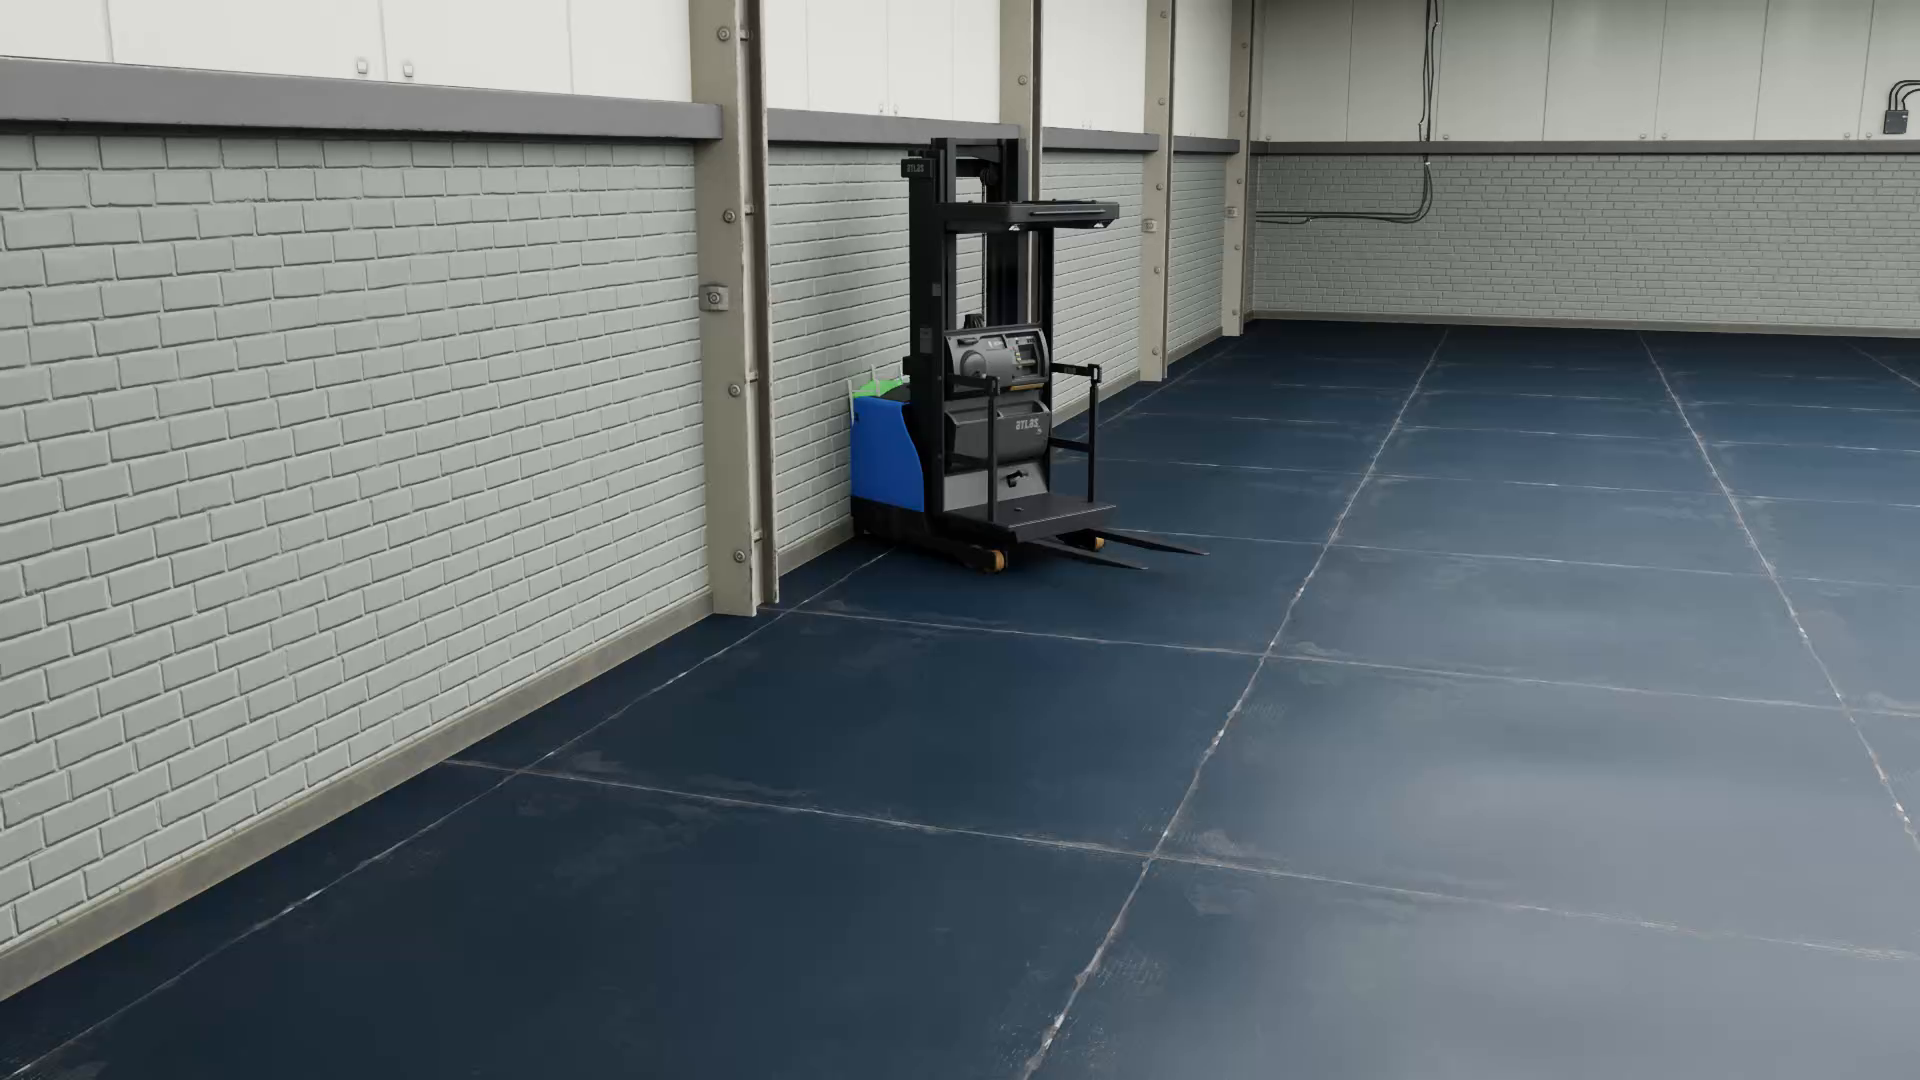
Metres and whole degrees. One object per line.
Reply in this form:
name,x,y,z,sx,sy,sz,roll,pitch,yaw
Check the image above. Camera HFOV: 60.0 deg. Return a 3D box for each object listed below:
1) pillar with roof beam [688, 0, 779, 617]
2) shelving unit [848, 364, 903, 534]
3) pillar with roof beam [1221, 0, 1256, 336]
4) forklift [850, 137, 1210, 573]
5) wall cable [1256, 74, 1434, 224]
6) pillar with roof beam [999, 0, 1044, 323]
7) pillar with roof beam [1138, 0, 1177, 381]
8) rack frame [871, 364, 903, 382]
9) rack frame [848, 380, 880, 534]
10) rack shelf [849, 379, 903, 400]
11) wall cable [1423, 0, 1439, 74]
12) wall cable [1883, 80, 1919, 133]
pillar with roof beam,2.697,-3.651,8.261,9.100,9.000,0.400,4,14,18
shelving unit,-0.593,-0.694,12.697,0.258,1.200,0.503,2,20,18
pillar with roof beam,8.521,-7.441,24.866,9.100,9.000,0.400,4,14,18
forklift,0.414,-1.325,11.708,1.130,2.935,3.031,-11,17,-40
wall cable,6.652,-6.762,28.870,3.097,2.526,0.112,4,14,18
pillar with roof beam,4.638,-4.914,13.796,9.100,9.000,0.400,4,14,18
pillar with roof beam,6.579,-6.178,19.331,9.100,9.000,0.400,4,14,18
rack frame,-0.518,-0.775,12.914,0.240,1.200,0.015,2,20,18
rack frame,-0.668,-0.614,12.479,0.240,1.200,0.015,2,20,18
rack shelf,-0.627,-1.087,12.563,0.258,0.148,0.480,2,20,18
wall cable,9.211,-9.030,27.455,3.097,2.526,0.112,4,14,18
wall cable,15.629,-9.247,25.137,2.305,6.003,0.169,4,14,18
